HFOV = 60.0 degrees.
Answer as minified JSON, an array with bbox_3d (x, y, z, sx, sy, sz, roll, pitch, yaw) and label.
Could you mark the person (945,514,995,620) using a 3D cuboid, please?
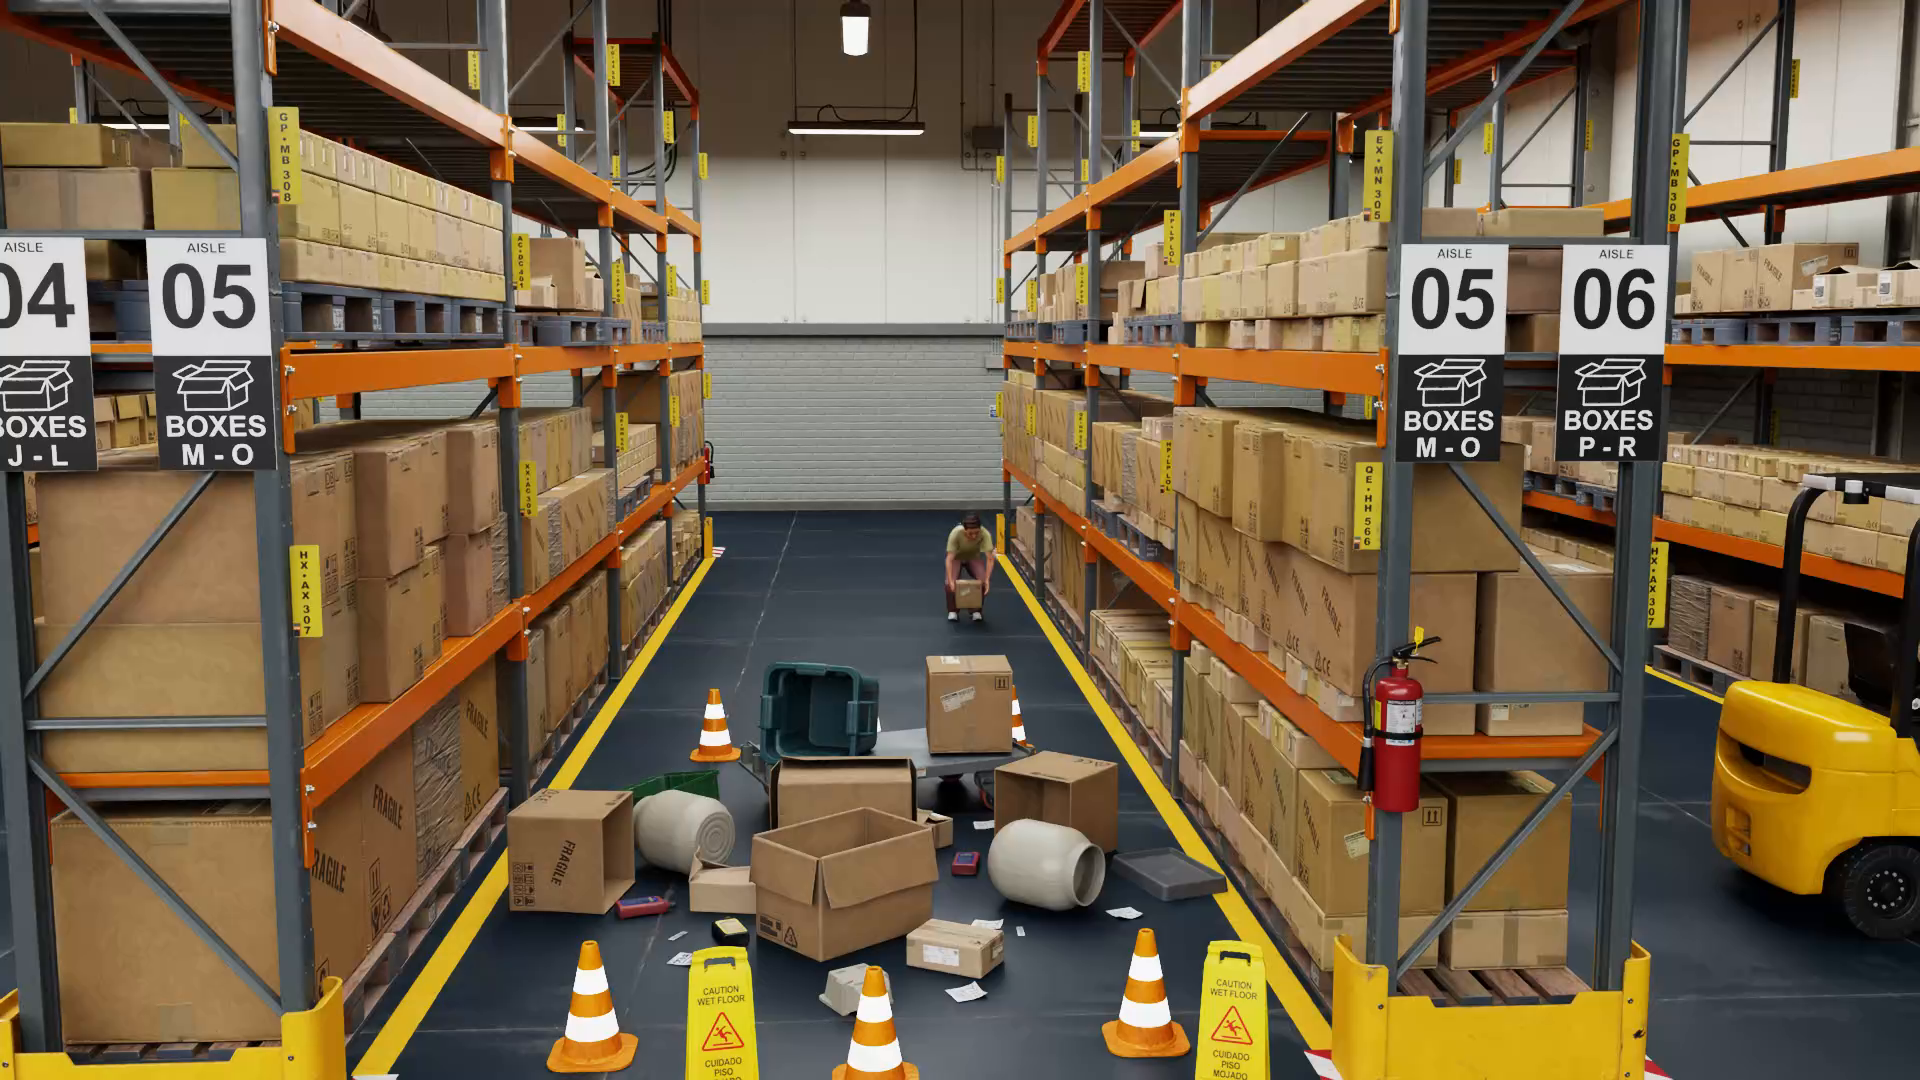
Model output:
[{"bbox_3d":[0.088,0.262,16.929,0.504,1.116,0.747,-1,7,-4],"label":"person"}]
